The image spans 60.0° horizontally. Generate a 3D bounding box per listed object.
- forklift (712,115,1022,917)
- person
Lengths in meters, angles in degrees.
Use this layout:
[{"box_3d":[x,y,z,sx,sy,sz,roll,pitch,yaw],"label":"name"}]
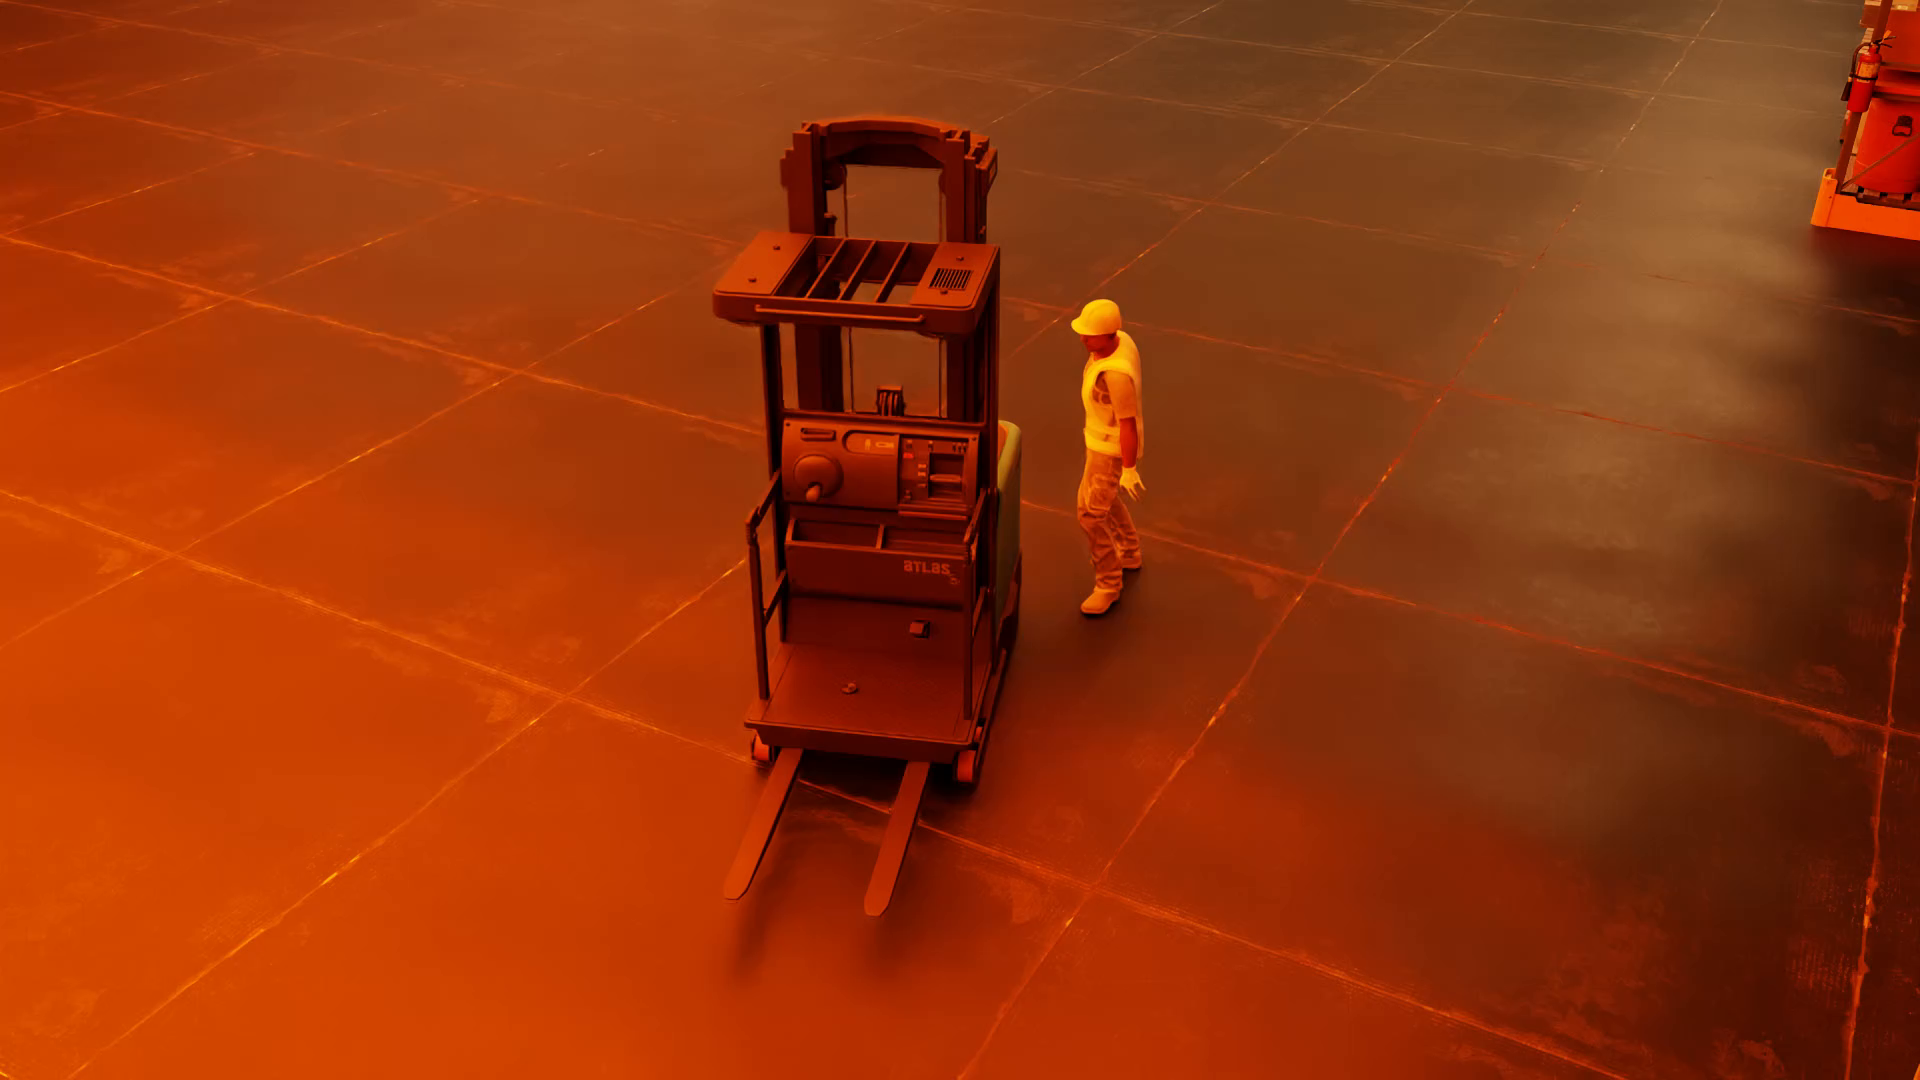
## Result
[{"box_3d":[-0.408,-0.296,7.584,1.130,2.935,3.031,5,30,8],"label":"forklift"},{"box_3d":[0.824,-0.530,9.205,0.458,1.746,0.897,2,30,3],"label":"person"}]
